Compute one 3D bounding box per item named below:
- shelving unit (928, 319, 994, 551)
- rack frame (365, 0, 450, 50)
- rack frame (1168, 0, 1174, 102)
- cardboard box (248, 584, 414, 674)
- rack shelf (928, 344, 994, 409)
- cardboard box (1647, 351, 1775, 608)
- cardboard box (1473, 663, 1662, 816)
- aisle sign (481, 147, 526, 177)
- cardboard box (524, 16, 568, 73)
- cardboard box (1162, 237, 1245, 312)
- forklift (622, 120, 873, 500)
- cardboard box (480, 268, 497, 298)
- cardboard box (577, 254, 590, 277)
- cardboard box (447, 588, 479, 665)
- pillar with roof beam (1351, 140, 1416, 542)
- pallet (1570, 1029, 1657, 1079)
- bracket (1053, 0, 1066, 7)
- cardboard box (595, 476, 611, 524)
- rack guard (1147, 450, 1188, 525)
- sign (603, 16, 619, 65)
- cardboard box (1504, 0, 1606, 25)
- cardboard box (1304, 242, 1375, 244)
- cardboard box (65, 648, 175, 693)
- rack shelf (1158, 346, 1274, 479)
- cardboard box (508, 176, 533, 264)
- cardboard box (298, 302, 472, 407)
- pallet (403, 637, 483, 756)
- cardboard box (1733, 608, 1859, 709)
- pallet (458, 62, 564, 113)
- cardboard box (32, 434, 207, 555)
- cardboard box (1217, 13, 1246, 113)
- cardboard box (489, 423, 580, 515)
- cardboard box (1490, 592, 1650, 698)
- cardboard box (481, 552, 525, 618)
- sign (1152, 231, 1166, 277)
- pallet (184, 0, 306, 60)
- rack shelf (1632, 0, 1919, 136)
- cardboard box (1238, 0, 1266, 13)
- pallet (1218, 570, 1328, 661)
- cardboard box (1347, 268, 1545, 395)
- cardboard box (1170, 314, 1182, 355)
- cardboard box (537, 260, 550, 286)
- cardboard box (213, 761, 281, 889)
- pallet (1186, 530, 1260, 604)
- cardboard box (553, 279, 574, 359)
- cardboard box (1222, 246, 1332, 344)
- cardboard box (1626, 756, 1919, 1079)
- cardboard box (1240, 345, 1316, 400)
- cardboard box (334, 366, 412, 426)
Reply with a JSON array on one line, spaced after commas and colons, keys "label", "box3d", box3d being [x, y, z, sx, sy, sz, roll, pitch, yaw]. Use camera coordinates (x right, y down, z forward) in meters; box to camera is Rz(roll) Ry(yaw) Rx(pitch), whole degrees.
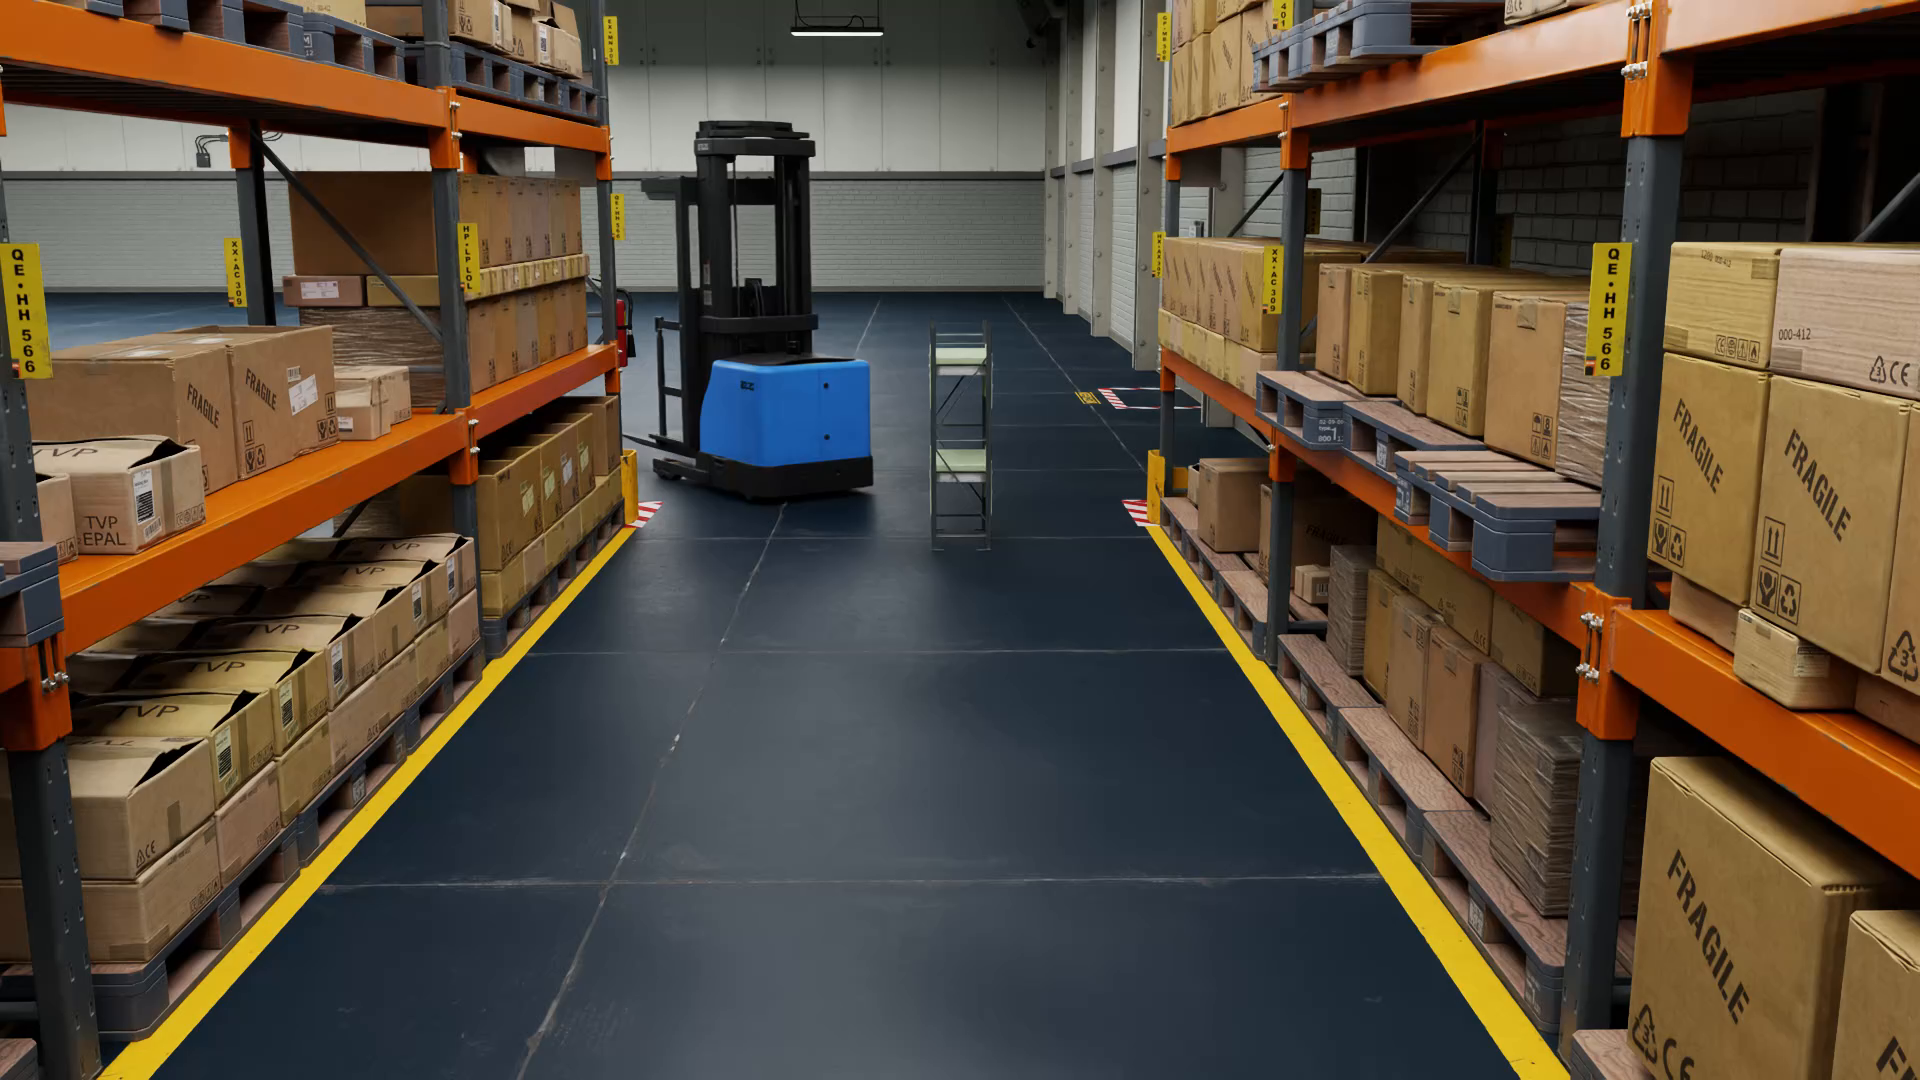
[{"label": "shelving unit", "box3d": [0.000, -0.736, 11.417, 0.431, 1.500, 0.755, 0, 11, -1]}, {"label": "rack frame", "box3d": [-2.893, -3.756, 7.442, 1.000, 3.000, 0.127, 0, 11, -1]}, {"label": "rack frame", "box3d": [1.976, -4.573, 11.465, 1.000, 3.000, 0.127, 0, 11, -1]}, {"label": "cardboard box", "box3d": [-2.574, 0.332, 6.825, 0.500, 0.311, 0.500, 0, 11, -1]}, {"label": "rack shelf", "box3d": [0.000, -1.119, 11.339, 0.431, 0.370, 0.720, 0, 11, -1]}, {"label": "cardboard box", "box3d": [1.896, -0.149, 3.701, 0.500, 0.500, 0.500, 0, 11, 1]}, {"label": "cardboard box", "box3d": [2.180, 0.721, 5.640, 0.700, 0.500, 0.500, 0, 11, -1]}, {"label": "aisle sign", "box3d": [-3.284, -2.897, 11.758, 0.394, 0.787, 0.004, 0, 11, -1]}, {"label": "cardboard box", "box3d": [-2.677, -2.974, 9.945, 0.500, 0.311, 0.500, 1, 12, 6]}, {"label": "cardboard box", "box3d": [1.686, -1.840, 11.526, 0.500, 0.500, 0.500, 0, 11, -1]}, {"label": "forklift", "box3d": [-1.964, -1.988, 13.984, 1.130, 2.935, 3.031, -8, 14, -35]}, {"label": "cardboard box", "box3d": [-2.725, -1.391, 8.987, 0.380, 0.149, 0.250, 0, 11, -2]}, {"label": "cardboard box", "box3d": [-2.778, -1.903, 11.513, 0.380, 0.149, 0.250, 0, 11, -2]}, {"label": "cardboard box", "box3d": [-2.595, 0.407, 7.870, 0.500, 0.250, 0.500, 0, 11, -2]}, {"label": "pillar with roof beam", "box3d": [-1.448, -4.419, 10.710, 9.100, 9.000, 0.400, 0, 11, -1]}, {"label": "pallet", "box3d": [2.083, 1.481, 3.727, 1.003, 0.211, 1.213, 0, 11, -1]}, {"label": "bracket", "box3d": [2.013, -10.888, 33.541, 0.235, 0.232, 0.430, 0, 11, -1]}, {"label": "cardboard box", "box3d": [-2.647, -0.265, 11.180, 0.500, 0.250, 0.500, 0, 11, -1]}, {"label": "rack guard", "box3d": [1.978, -0.392, 12.236, 1.175, 0.500, 0.348, 0, 11, -1]}, {"label": "sign", "box3d": [-2.433, -3.476, 11.577, 0.100, 0.325, 0.005, 0, 11, -1]}, {"label": "cardboard box", "box3d": [1.857, -1.620, 4.632, 0.500, 0.311, 0.500, 0, 11, -1]}, {"label": "cardboard box", "box3d": [2.225, -1.541, 10.049, 0.500, 0.500, 0.500, 0, 11, 0]}, {"label": "cardboard box", "box3d": [-3.093, 0.539, 5.807, 0.500, 0.311, 0.500, 0, 11, -2]}, {"label": "rack shelf", "box3d": [2.018, -0.882, 10.174, 1.077, 0.370, 4.000, 0, 11, -1]}, {"label": "cardboard box", "box3d": [-2.940, -1.889, 9.810, 0.700, 0.500, 0.500, 0, 11, -1]}, {"label": "cardboard box", "box3d": [-2.909, -0.954, 8.463, 0.700, 0.500, 0.500, -1, 11, -3]}, {"label": "pallet", "box3d": [-2.839, 0.697, 7.595, 1.003, 0.211, 1.213, 0, 11, -1]}, {"label": "cardboard box", "box3d": [1.834, 0.241, 3.410, 0.380, 0.149, 0.250, 0, 11, 1]}, {"label": "pallet", "box3d": [-2.959, -2.654, 9.777, 1.003, 0.211, 1.213, 0, 11, -1]}, {"label": "cardboard box", "box3d": [-2.636, -0.156, 5.008, 0.500, 0.311, 0.500, 0, 11, -2]}, {"label": "cardboard box", "box3d": [1.754, -2.676, 9.360, 0.500, 0.500, 0.500, -1, 11, -3]}, {"label": "cardboard box", "box3d": [-2.623, -0.434, 10.126, 0.500, 0.500, 0.500, 0, 11, -1]}, {"label": "cardboard box", "box3d": [2.126, 0.343, 5.618, 0.500, 0.250, 0.500, 0, 11, 0]}, {"label": "cardboard box", "box3d": [-2.600, 0.232, 8.731, 0.500, 0.250, 0.500, 0, 11, -1]}, {"label": "sign", "box3d": [1.434, -2.055, 11.965, 0.100, 0.325, 0.005, 0, 11, -1]}, {"label": "pallet", "box3d": [-2.940, -1.756, 5.599, 1.003, 0.211, 1.213, 0, 11, 1]}, {"label": "rack shelf", "box3d": [2.183, -0.762, 2.037, 1.077, 0.370, 4.000, 0, 11, -1]}, {"label": "cardboard box", "box3d": [1.756, -3.064, 8.758, 0.500, 0.500, 0.500, 0, 11, 2]}, {"label": "pallet", "box3d": [2.010, 0.396, 9.077, 1.003, 0.211, 1.213, 0, 11, -1]}, {"label": "cardboard box", "box3d": [2.040, -0.890, 7.042, 0.700, 0.500, 0.500, 1, 12, 5]}, {"label": "cardboard box", "box3d": [1.694, -1.367, 11.082, 0.500, 0.250, 0.500, -1, 11, -3]}, {"label": "cardboard box", "box3d": [-2.750, -1.646, 10.244, 0.380, 0.149, 0.250, 0, 11, 0]}, {"label": "cardboard box", "box3d": [-2.539, 0.915, 5.363, 0.500, 0.250, 0.500, -1, 11, -3]}, {"label": "pallet", "box3d": [1.982, 0.153, 10.276, 1.003, 0.211, 1.213, 0, 11, -1]}, {"label": "cardboard box", "box3d": [-2.964, -1.463, 10.976, 0.700, 0.500, 0.500, 0, 11, 0]}, {"label": "cardboard box", "box3d": [1.724, -1.333, 9.027, 0.500, 0.500, 0.500, 0, 11, -1]}, {"label": "cardboard box", "box3d": [2.026, 0.952, 3.672, 0.750, 0.750, 0.750, 0, 11, -2]}, {"label": "cardboard box", "box3d": [1.746, -0.867, 8.614, 0.500, 0.250, 0.500, 0, 11, -1]}, {"label": "cardboard box", "box3d": [-2.840, -0.645, 7.572, 0.500, 0.250, 0.500, 0, 11, 2]}]
